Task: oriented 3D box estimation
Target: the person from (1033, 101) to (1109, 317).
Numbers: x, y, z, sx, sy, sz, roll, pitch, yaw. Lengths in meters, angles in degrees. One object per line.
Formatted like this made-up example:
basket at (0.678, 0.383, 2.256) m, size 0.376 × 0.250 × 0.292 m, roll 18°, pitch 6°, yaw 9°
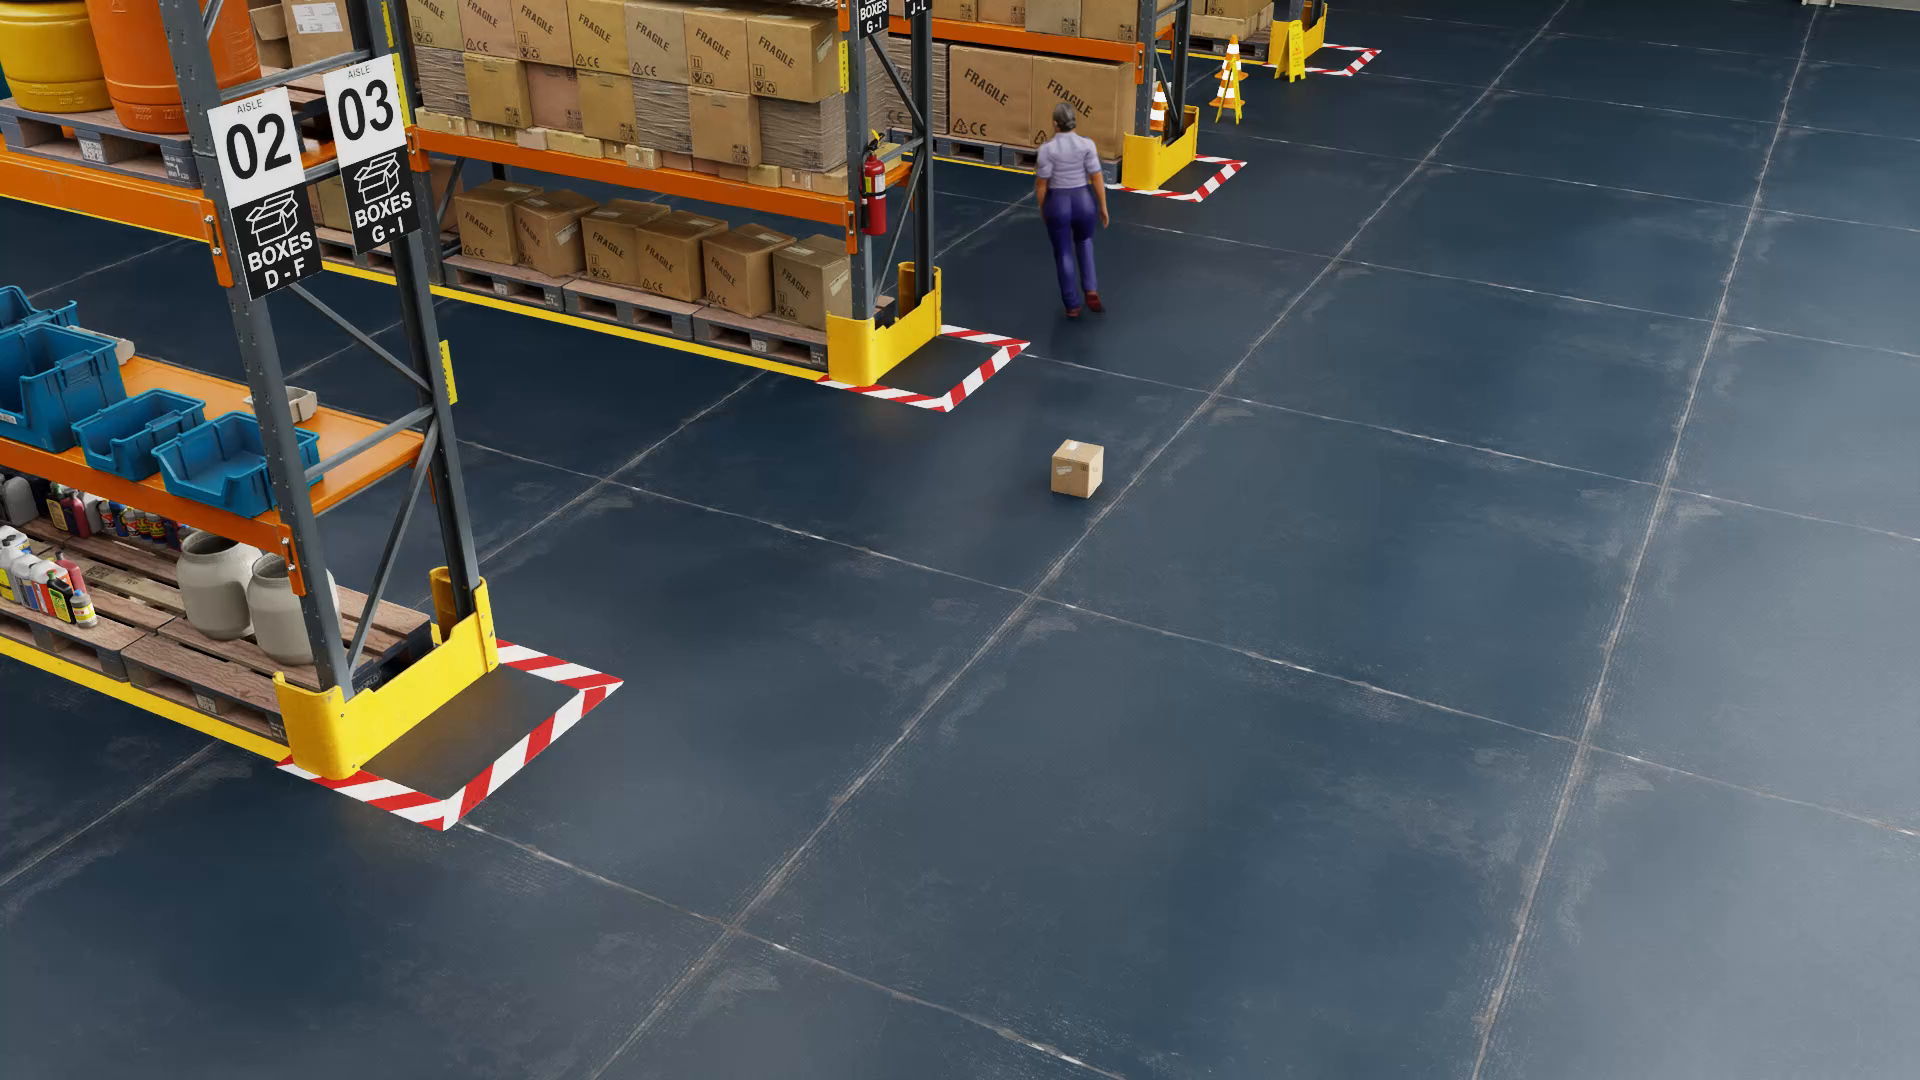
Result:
person at (0.815, -2.494, 12.625) m, size 0.557 × 1.705 × 0.552 m, roll -6°, pitch 31°, yaw -10°
